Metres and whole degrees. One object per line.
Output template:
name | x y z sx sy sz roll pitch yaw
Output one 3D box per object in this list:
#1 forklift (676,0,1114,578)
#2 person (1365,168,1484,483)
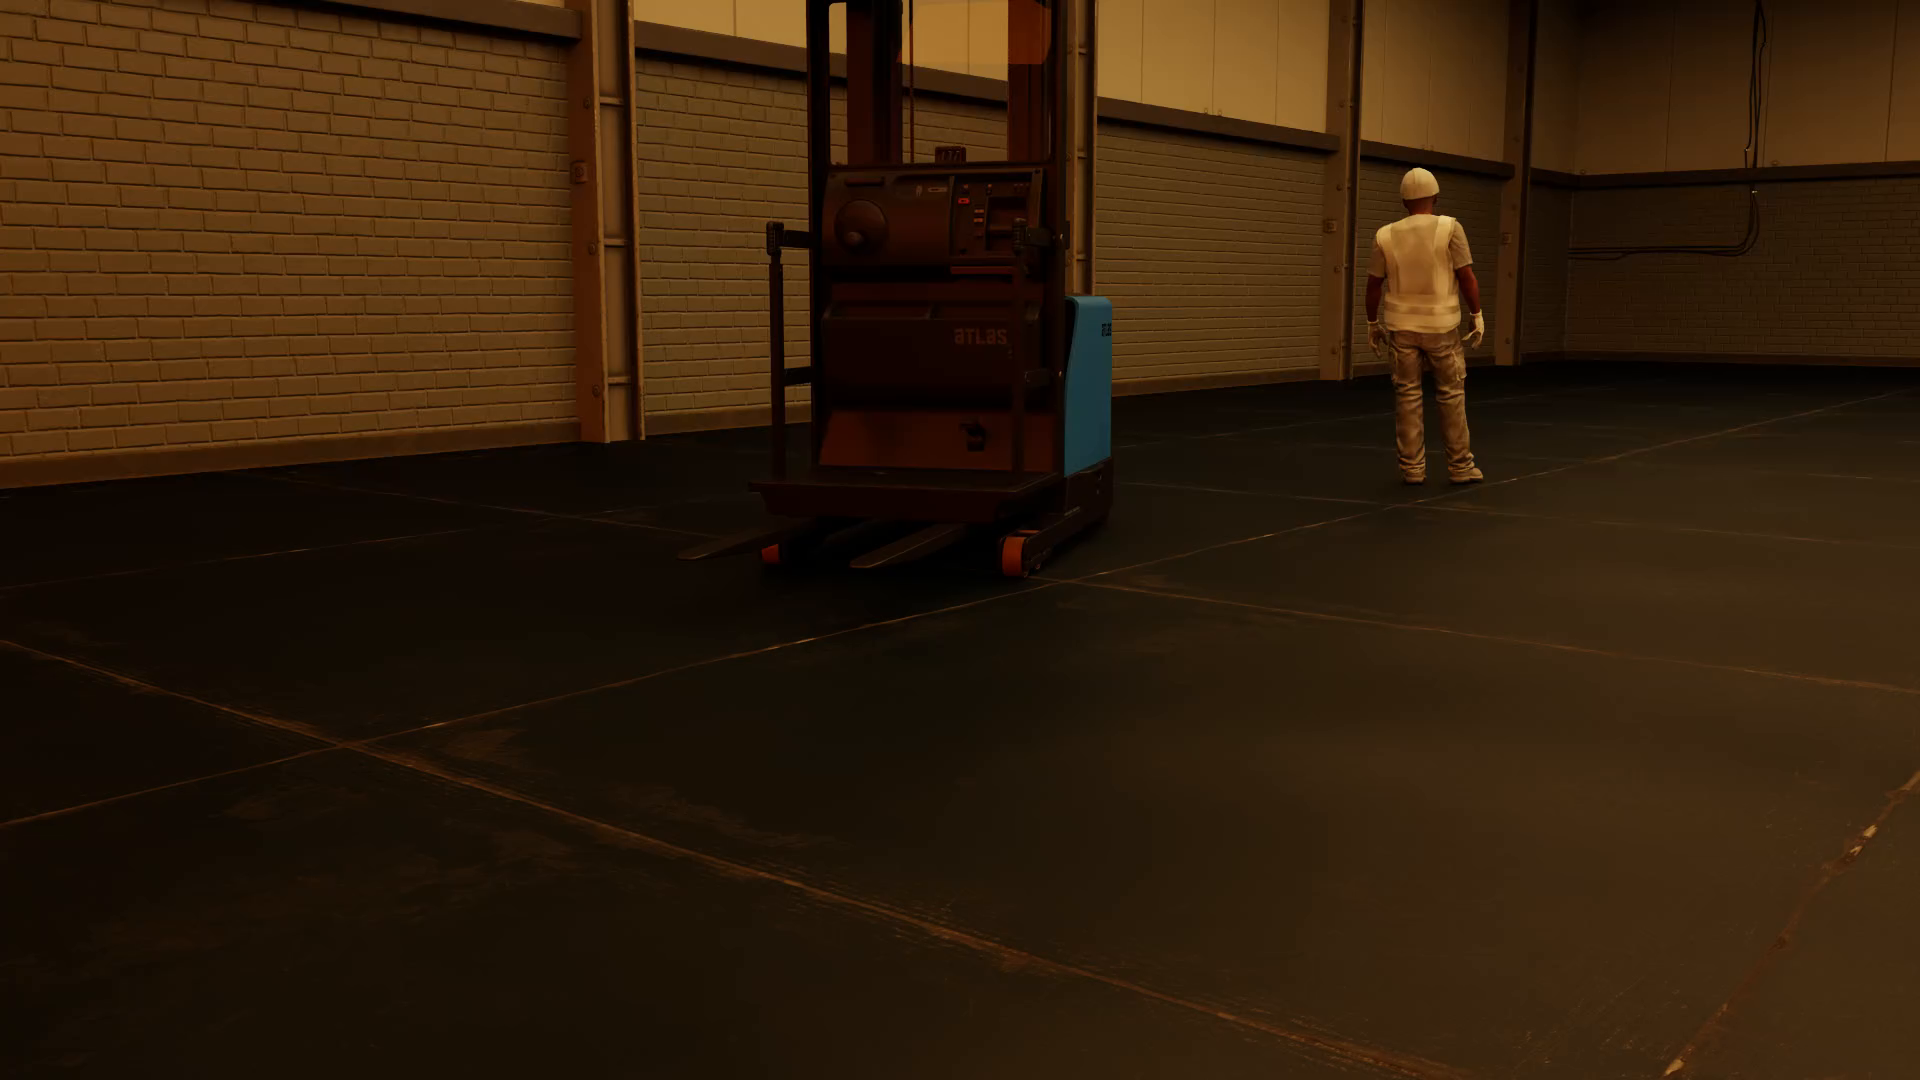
forklift | -0.176 -1.366 6.616 1.130 2.935 3.031 3 9 17
person | 2.683 -1.225 9.567 0.657 1.782 0.577 4 9 27
